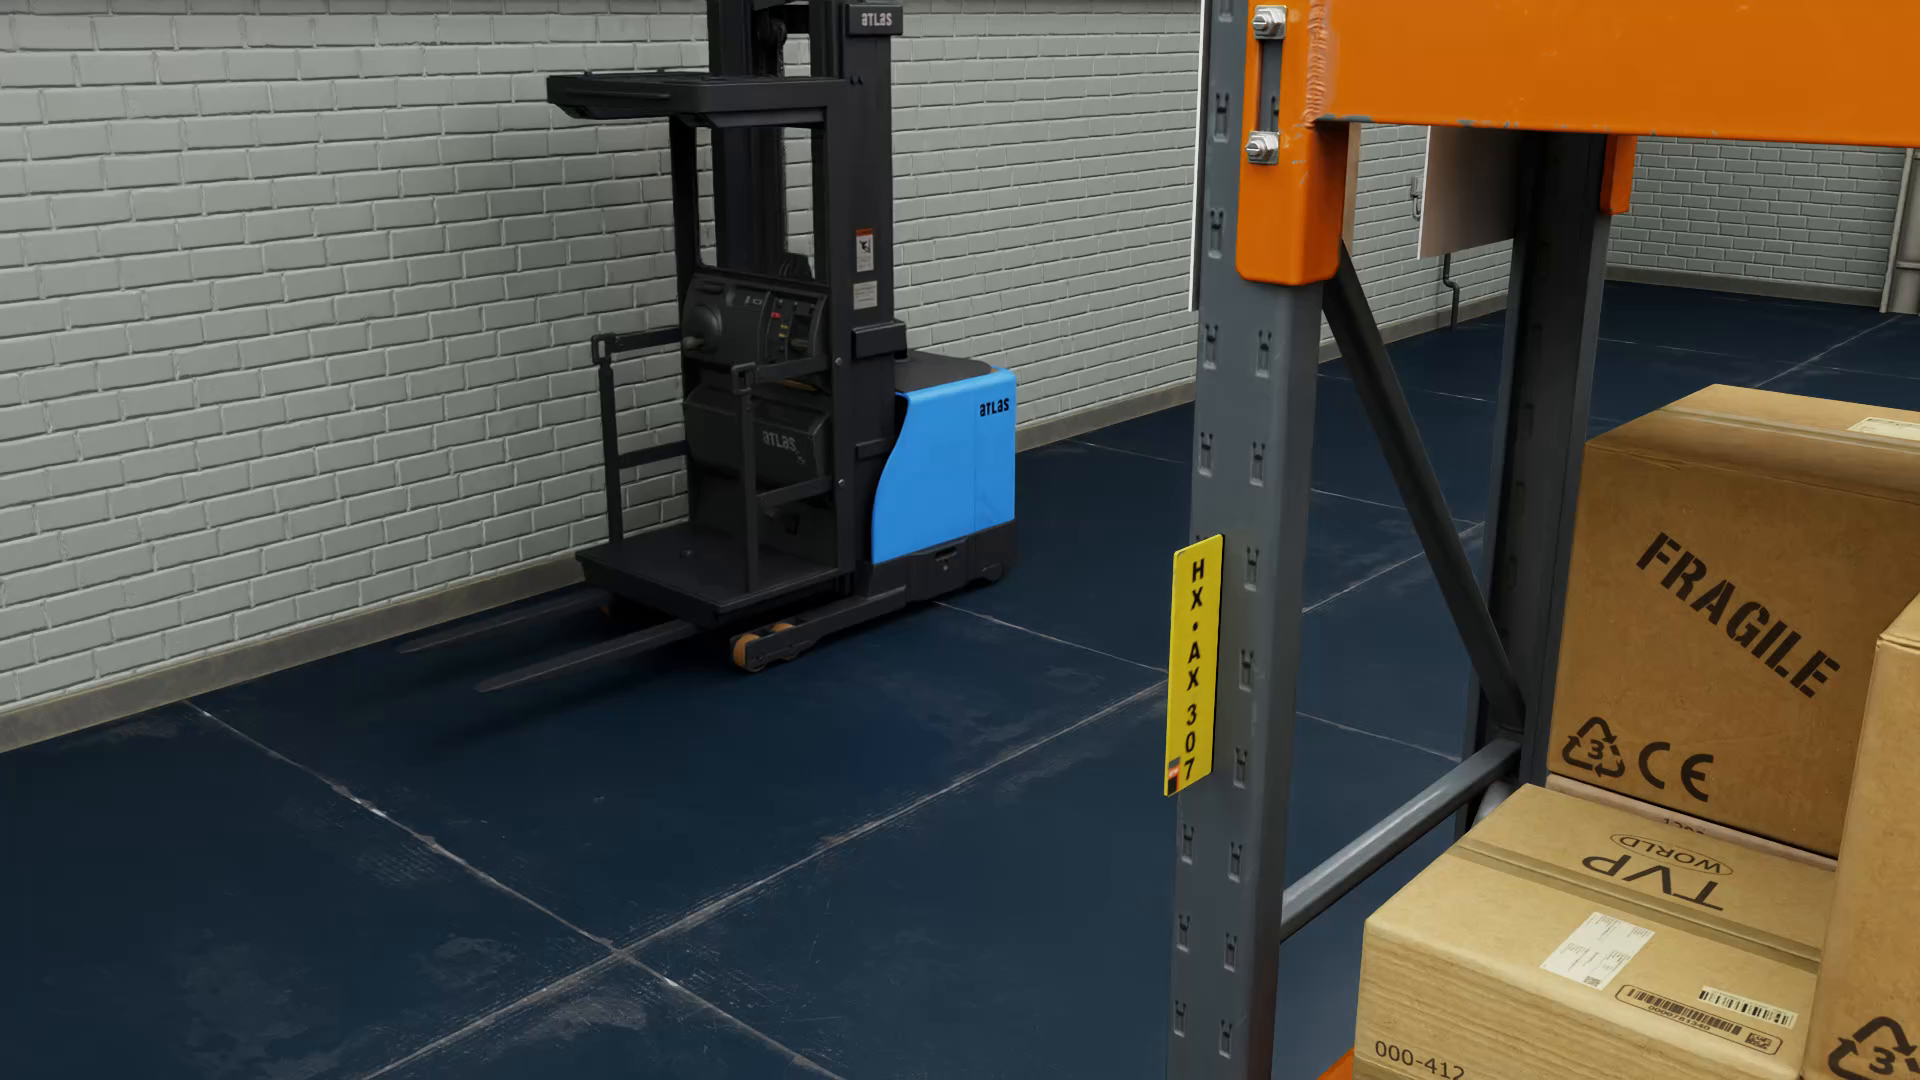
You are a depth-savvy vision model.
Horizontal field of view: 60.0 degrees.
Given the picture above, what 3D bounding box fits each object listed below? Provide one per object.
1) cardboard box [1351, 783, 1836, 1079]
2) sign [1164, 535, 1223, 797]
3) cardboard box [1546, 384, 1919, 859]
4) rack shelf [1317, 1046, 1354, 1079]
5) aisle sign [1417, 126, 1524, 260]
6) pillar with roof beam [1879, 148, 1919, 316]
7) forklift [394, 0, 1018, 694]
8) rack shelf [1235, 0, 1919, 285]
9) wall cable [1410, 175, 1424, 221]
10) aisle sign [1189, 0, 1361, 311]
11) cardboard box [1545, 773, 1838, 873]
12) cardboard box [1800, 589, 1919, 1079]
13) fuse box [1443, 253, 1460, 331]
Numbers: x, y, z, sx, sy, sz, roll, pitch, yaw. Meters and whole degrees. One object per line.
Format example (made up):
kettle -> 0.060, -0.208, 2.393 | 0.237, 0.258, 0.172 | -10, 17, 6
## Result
cardboard box -> 0.846, 0.572, 2.106 | 0.500, 0.250, 0.500 | 14, 23, 38
sign -> 0.293, 0.159, 2.089 | 0.005, 0.325, 0.100 | 15, 23, 39
cardboard box -> 1.205, 0.096, 2.367 | 0.500, 0.500, 0.500 | 15, 23, 40
rack shelf -> 2.162, 1.230, 1.467 | 4.000, 0.370, 1.077 | 15, 23, 39
aisle sign -> 0.811, -0.836, 2.490 | 0.004, 0.787, 0.394 | 15, 23, 39
pillar with roof beam -> 6.260, -5.511, 11.602 | 0.400, 9.000, 9.100 | 15, 23, 39
forklift -> -1.082, -0.992, 7.391 | 1.130, 2.935, 3.031 | 16, 24, 41
rack shelf -> 2.162, -0.200, 1.014 | 4.000, 0.370, 1.077 | 15, 23, 39
wall cable -> 3.944, -3.691, 14.104 | 0.122, 1.984, 0.588 | 15, 23, 39
aisle sign -> 0.413, -0.700, 2.062 | 0.004, 0.787, 0.394 | 15, 23, 39
cardboard box -> 1.204, 0.452, 2.484 | 0.500, 0.250, 0.500 | 15, 23, 38
cardboard box -> 1.220, 0.315, 1.676 | 0.500, 0.500, 0.500 | 14, 23, 38
fuse box -> 4.514, -2.716, 14.840 | 0.414, 1.711, 0.539 | 15, 23, 39
